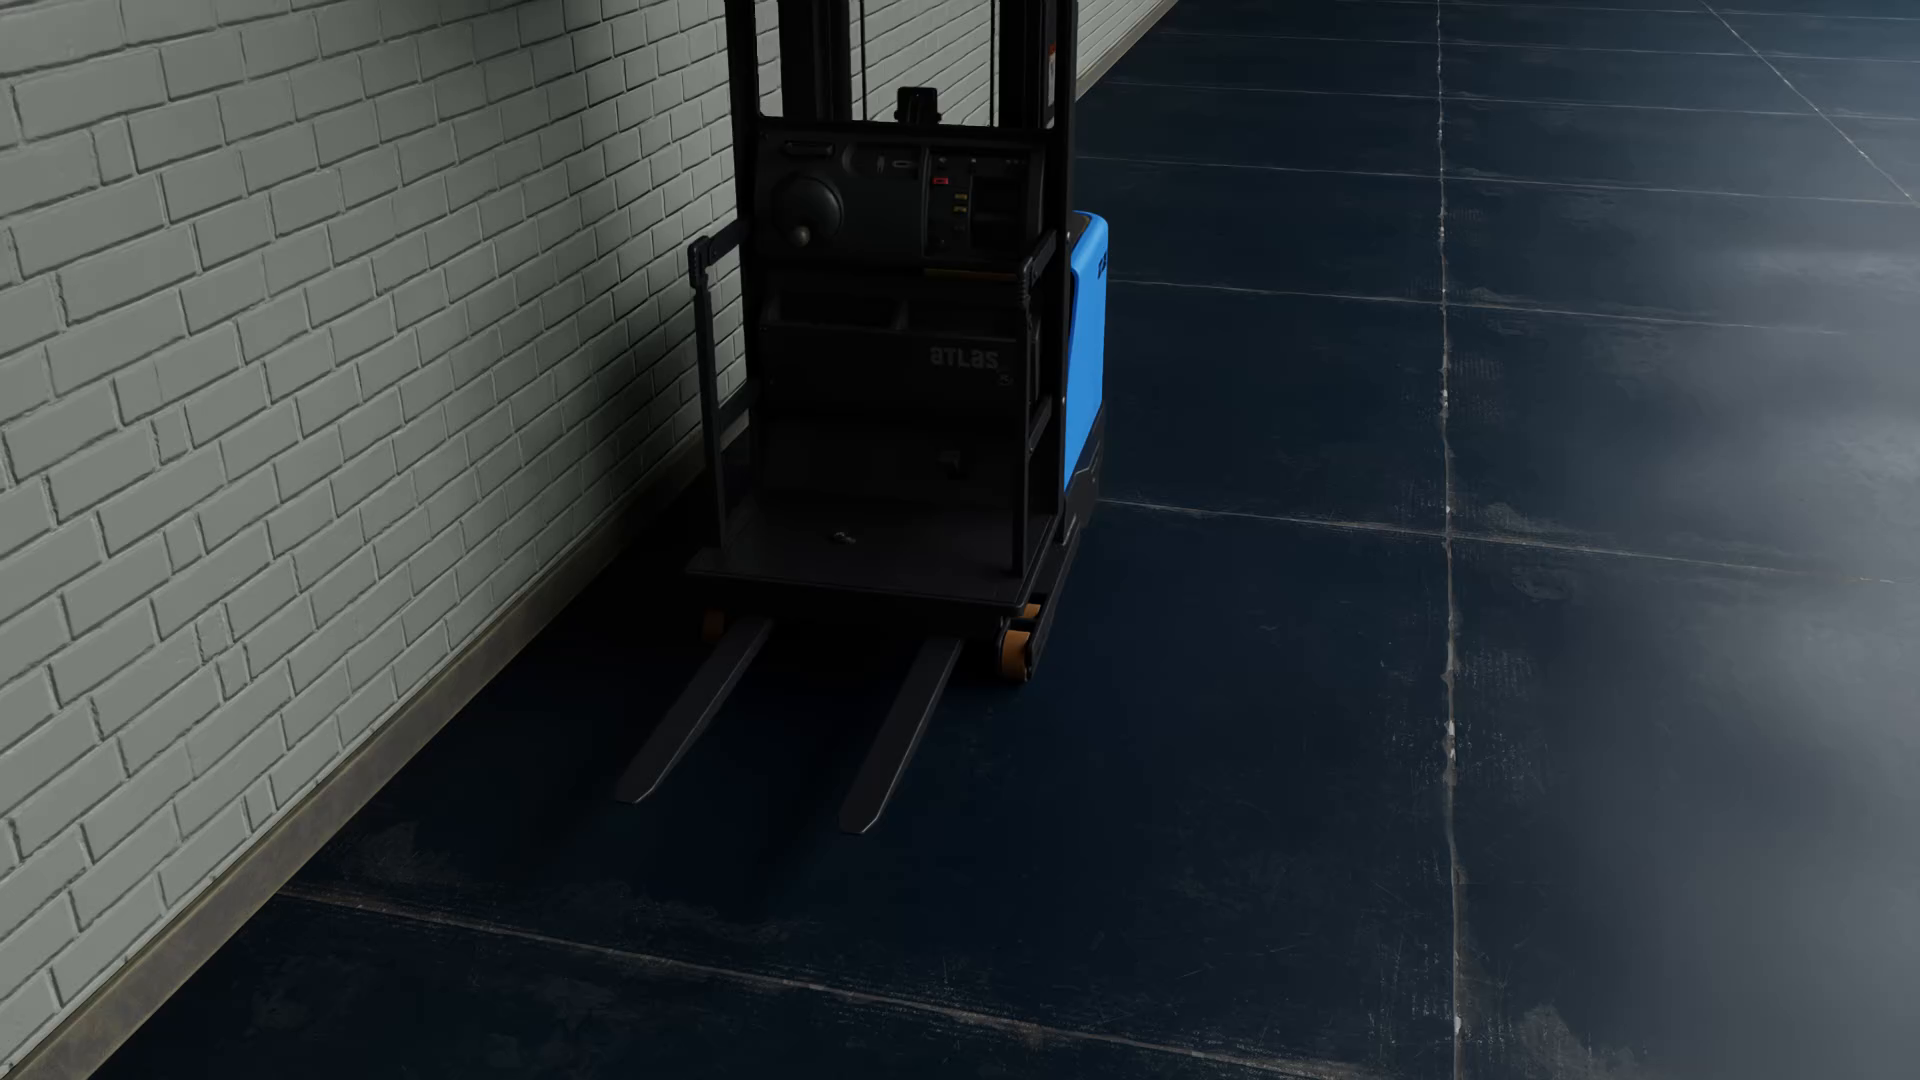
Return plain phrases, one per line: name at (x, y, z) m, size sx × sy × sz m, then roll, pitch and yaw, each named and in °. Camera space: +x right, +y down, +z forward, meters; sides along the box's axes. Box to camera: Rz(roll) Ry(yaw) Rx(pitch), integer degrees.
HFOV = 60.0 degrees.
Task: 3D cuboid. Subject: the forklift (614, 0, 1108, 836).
forklift at (-0.240, -1.049, 5.044) m, size 1.130 × 2.935 × 3.031 m, roll 6°, pitch 26°, yaw 11°
